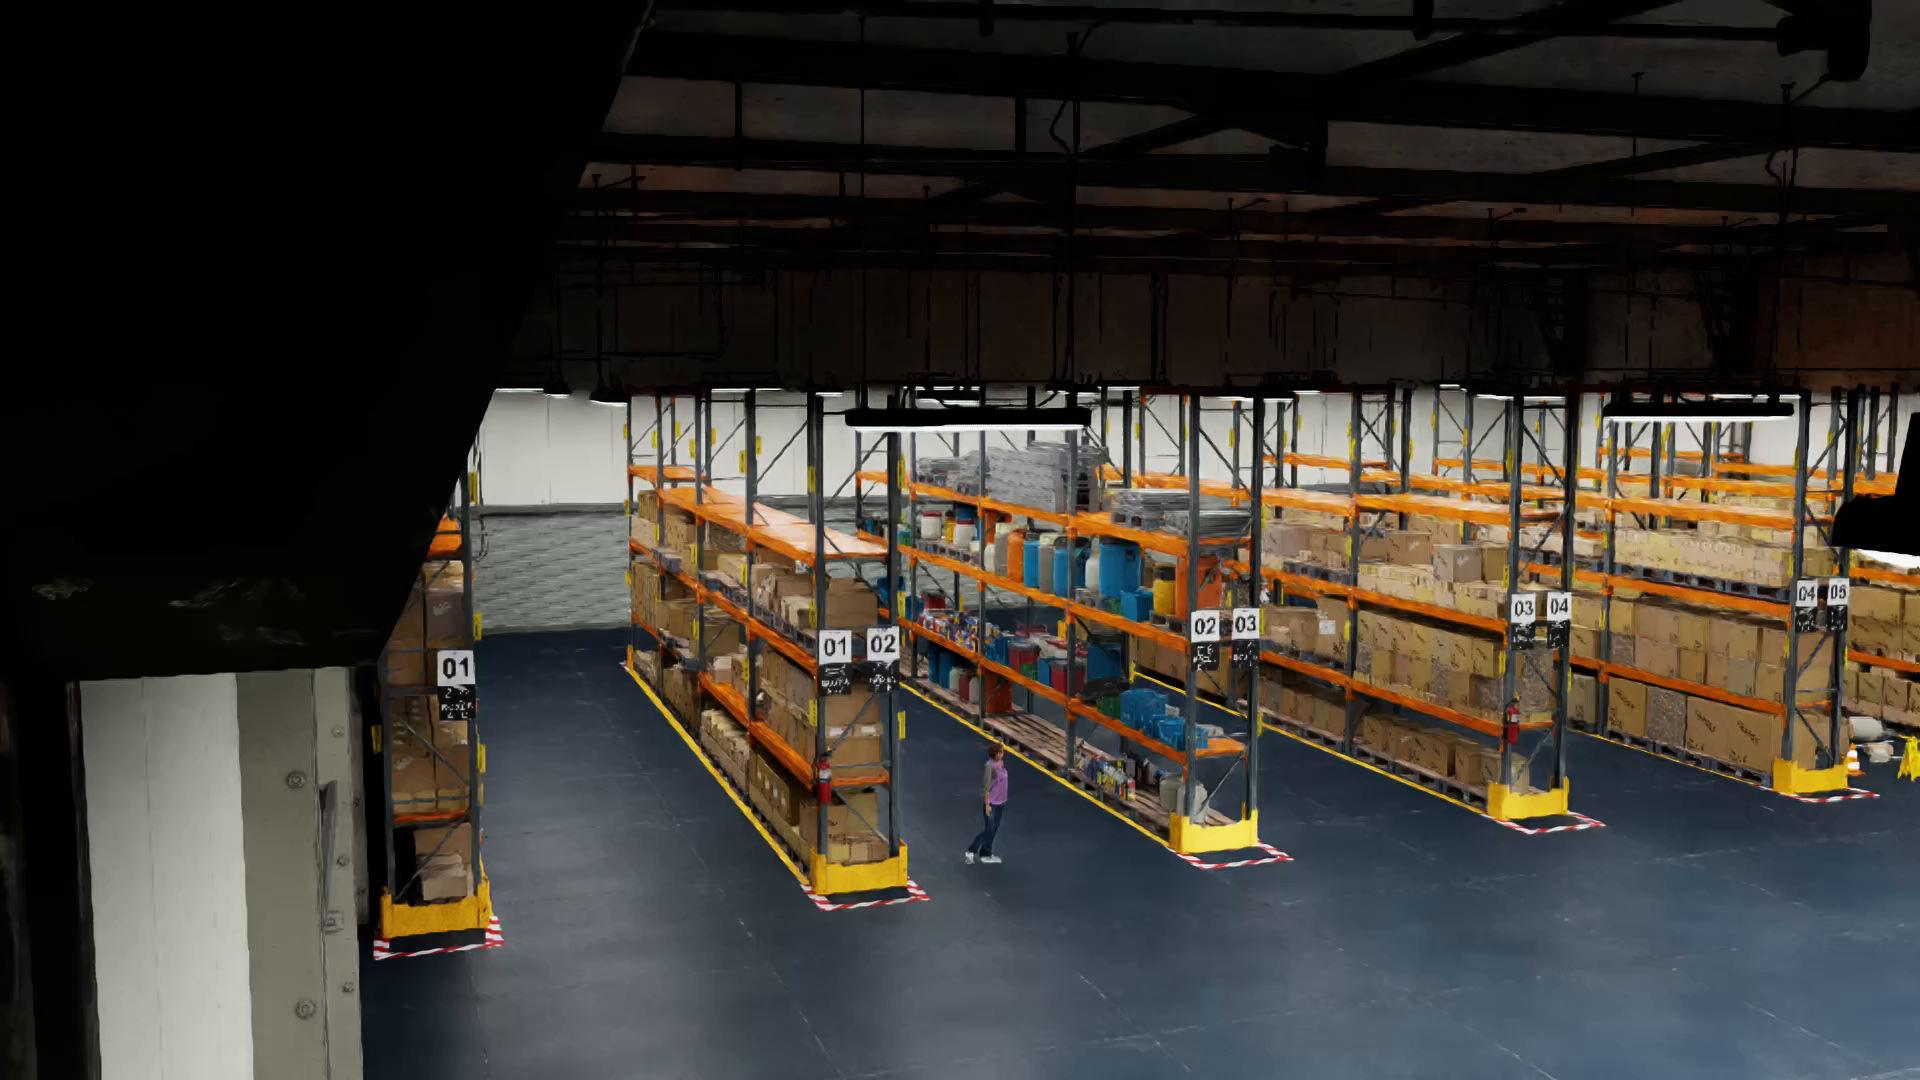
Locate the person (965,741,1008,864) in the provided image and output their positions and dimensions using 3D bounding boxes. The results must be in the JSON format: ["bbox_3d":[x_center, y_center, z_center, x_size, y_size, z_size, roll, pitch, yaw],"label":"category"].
[{"bbox_3d":[0.337,3.353,21.175,0.462,1.587,0.573,3,7,28],"label":"person"}]

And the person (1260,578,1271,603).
[{"bbox_3d":[6.813,1.635,37.666,0.495,1.589,1.076,-2,6,-17],"label":"person"}]

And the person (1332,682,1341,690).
[{"bbox_3d":[7.654,2.110,32.631,0.702,1.735,0.549,-2,6,-21],"label":"person"}]
